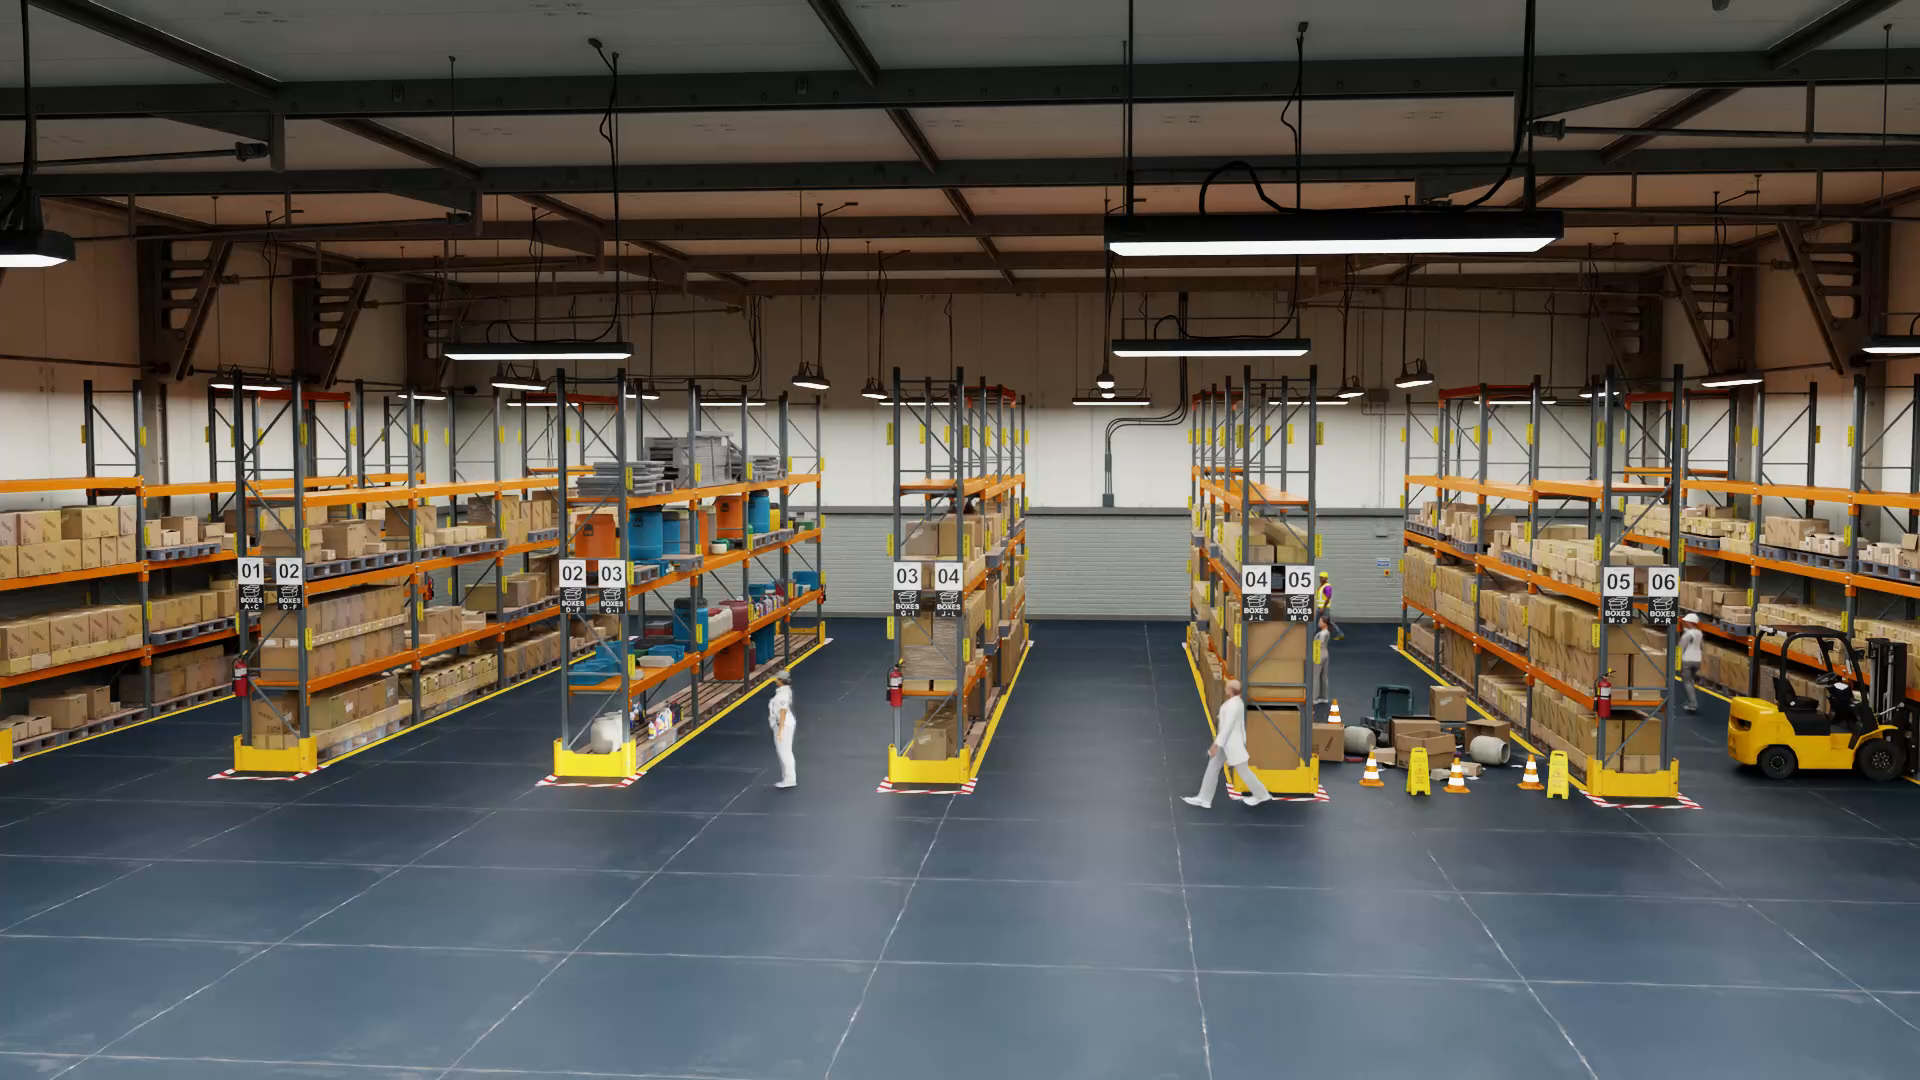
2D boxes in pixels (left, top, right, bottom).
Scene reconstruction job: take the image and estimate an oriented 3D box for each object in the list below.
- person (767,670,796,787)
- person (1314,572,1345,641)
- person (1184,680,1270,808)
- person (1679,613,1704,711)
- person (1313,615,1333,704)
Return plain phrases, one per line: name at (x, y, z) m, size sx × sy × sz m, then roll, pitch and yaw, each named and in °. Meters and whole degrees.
person at (-2.549, 2.709, 23.771) m, size 0.405 × 1.703 × 0.571 m, roll 0°, pitch 4°, yaw -6°
person at (8.824, 1.635, 40.474) m, size 1.044 × 1.726 × 0.699 m, roll 0°, pitch 4°, yaw 4°
person at (3.621, 2.742, 22.365) m, size 1.118 × 1.737 × 0.526 m, roll -1°, pitch 4°, yaw -20°
person at (13.290, 2.230, 30.333) m, size 0.607 × 1.801 × 0.689 m, roll 0°, pitch 4°, yaw -8°
person at (6.709, 2.259, 31.124) m, size 0.455 × 1.644 × 0.564 m, roll 3°, pitch 5°, yaw 40°
